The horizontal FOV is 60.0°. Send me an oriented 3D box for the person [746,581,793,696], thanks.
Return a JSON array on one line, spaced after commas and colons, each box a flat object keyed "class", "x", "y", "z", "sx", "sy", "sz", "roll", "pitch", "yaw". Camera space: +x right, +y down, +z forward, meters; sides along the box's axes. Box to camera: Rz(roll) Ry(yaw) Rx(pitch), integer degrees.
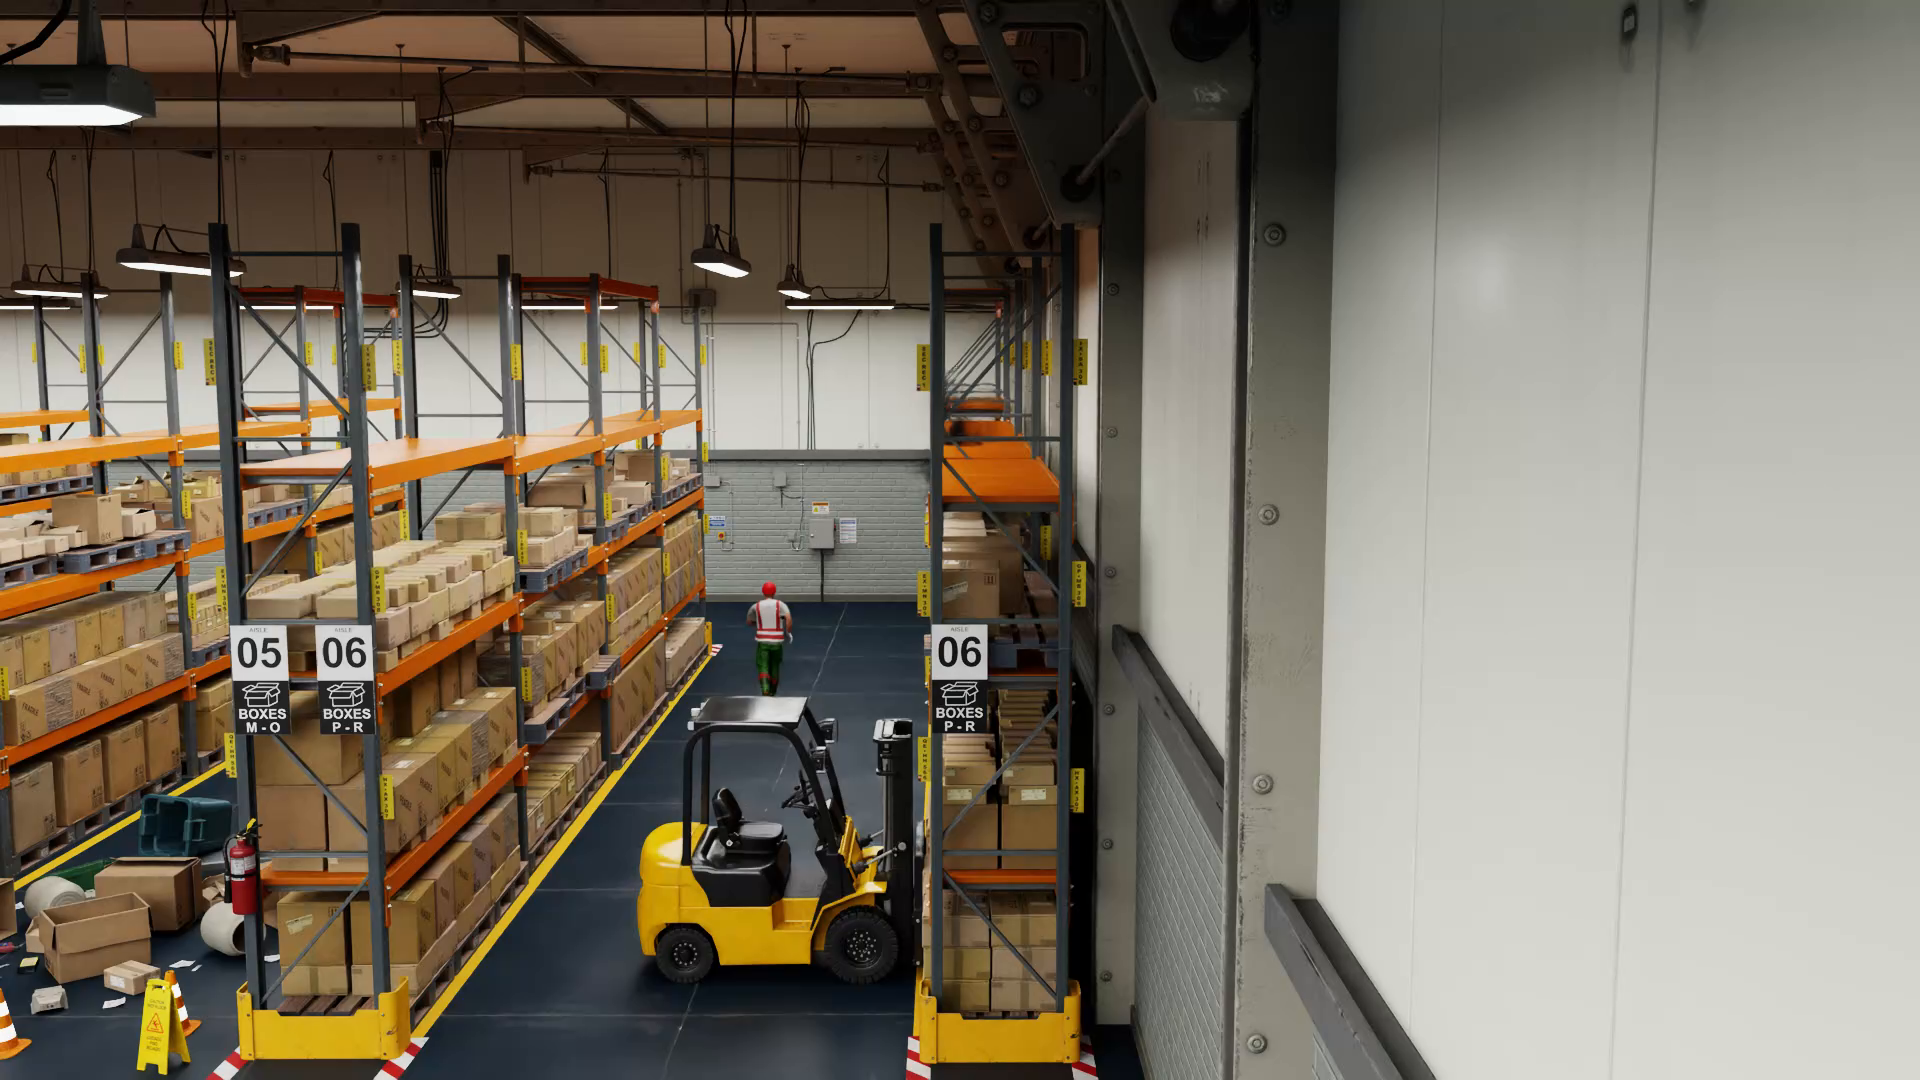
[{"class": "person", "x": -2.732, "y": 1.443, "z": 23.828, "sx": 0.661, "sy": 1.713, "sz": 0.949, "roll": -1, "pitch": 7, "yaw": -7}]
